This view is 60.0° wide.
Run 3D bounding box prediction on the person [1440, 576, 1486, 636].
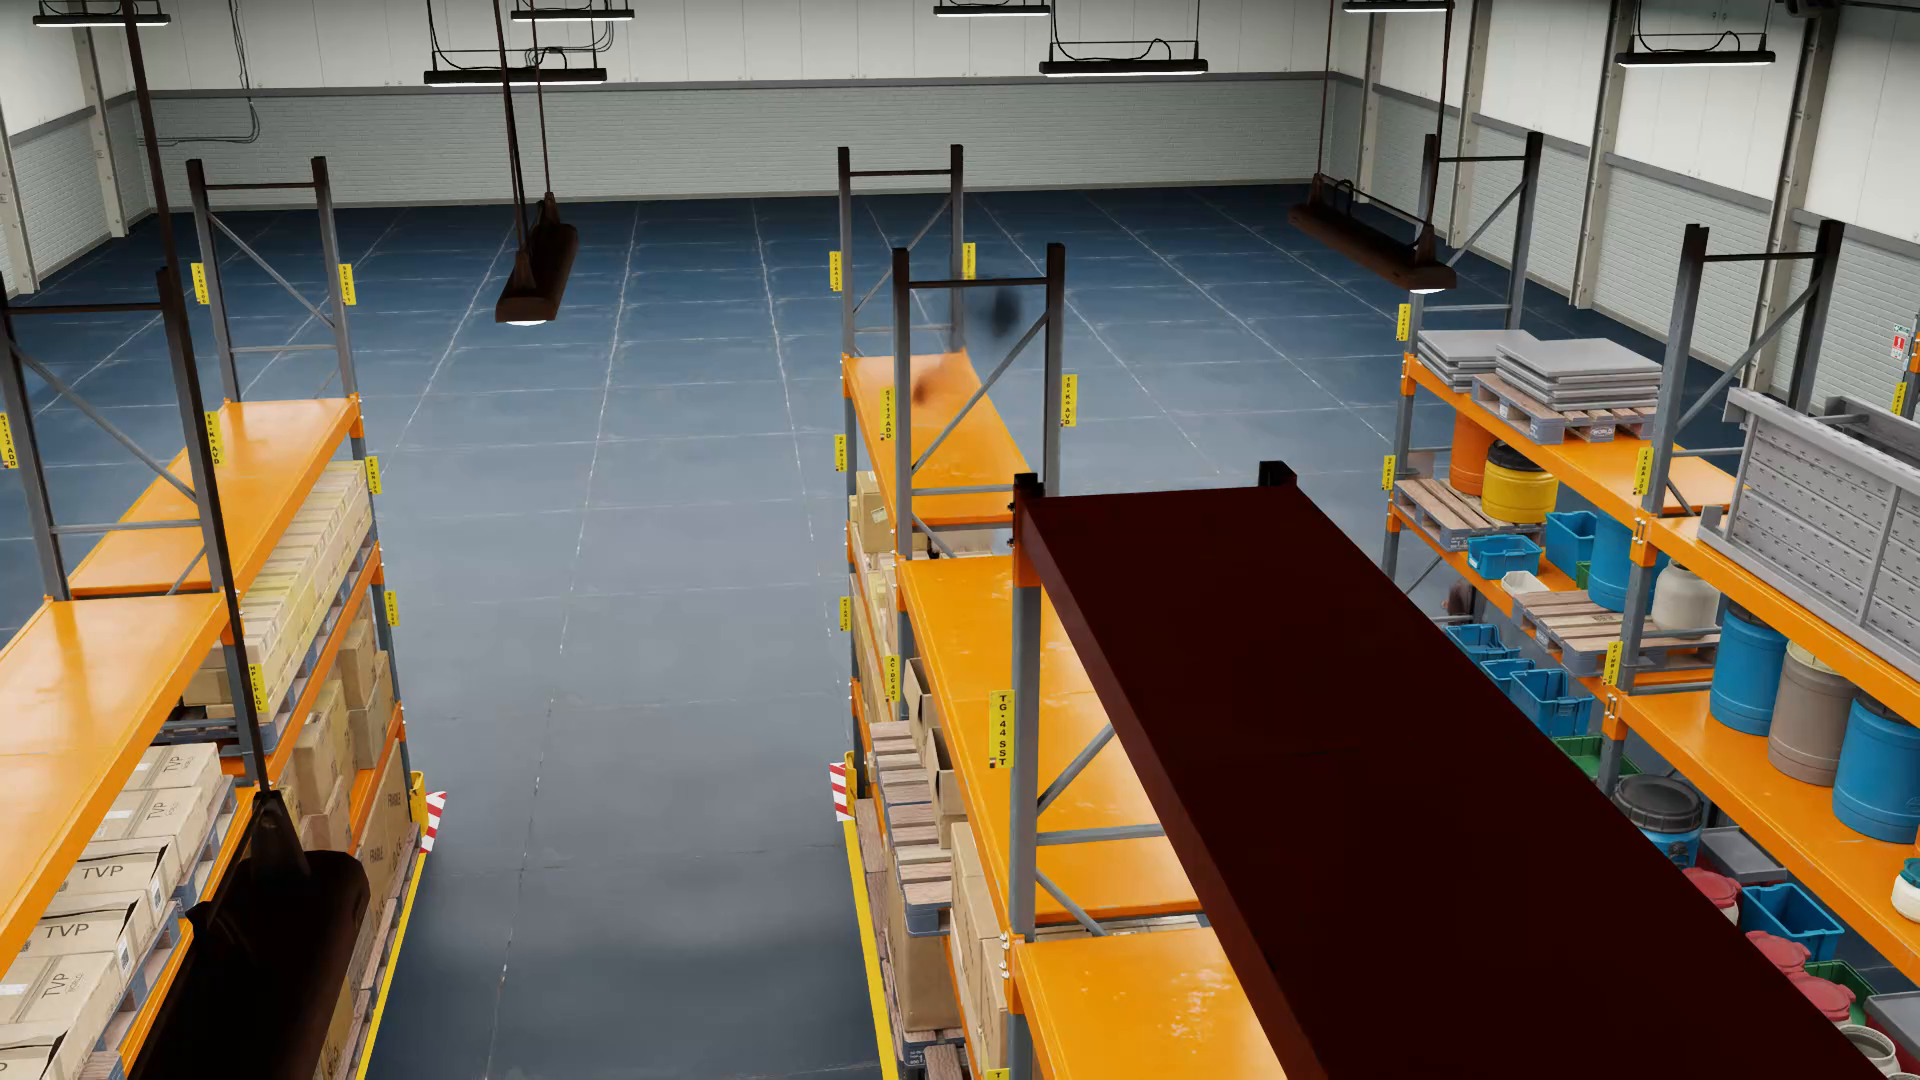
[{"bbox_3d":[5.114,0.943,16.898,0.873,1.806,0.765,20,29,41],"label":"person"}]
